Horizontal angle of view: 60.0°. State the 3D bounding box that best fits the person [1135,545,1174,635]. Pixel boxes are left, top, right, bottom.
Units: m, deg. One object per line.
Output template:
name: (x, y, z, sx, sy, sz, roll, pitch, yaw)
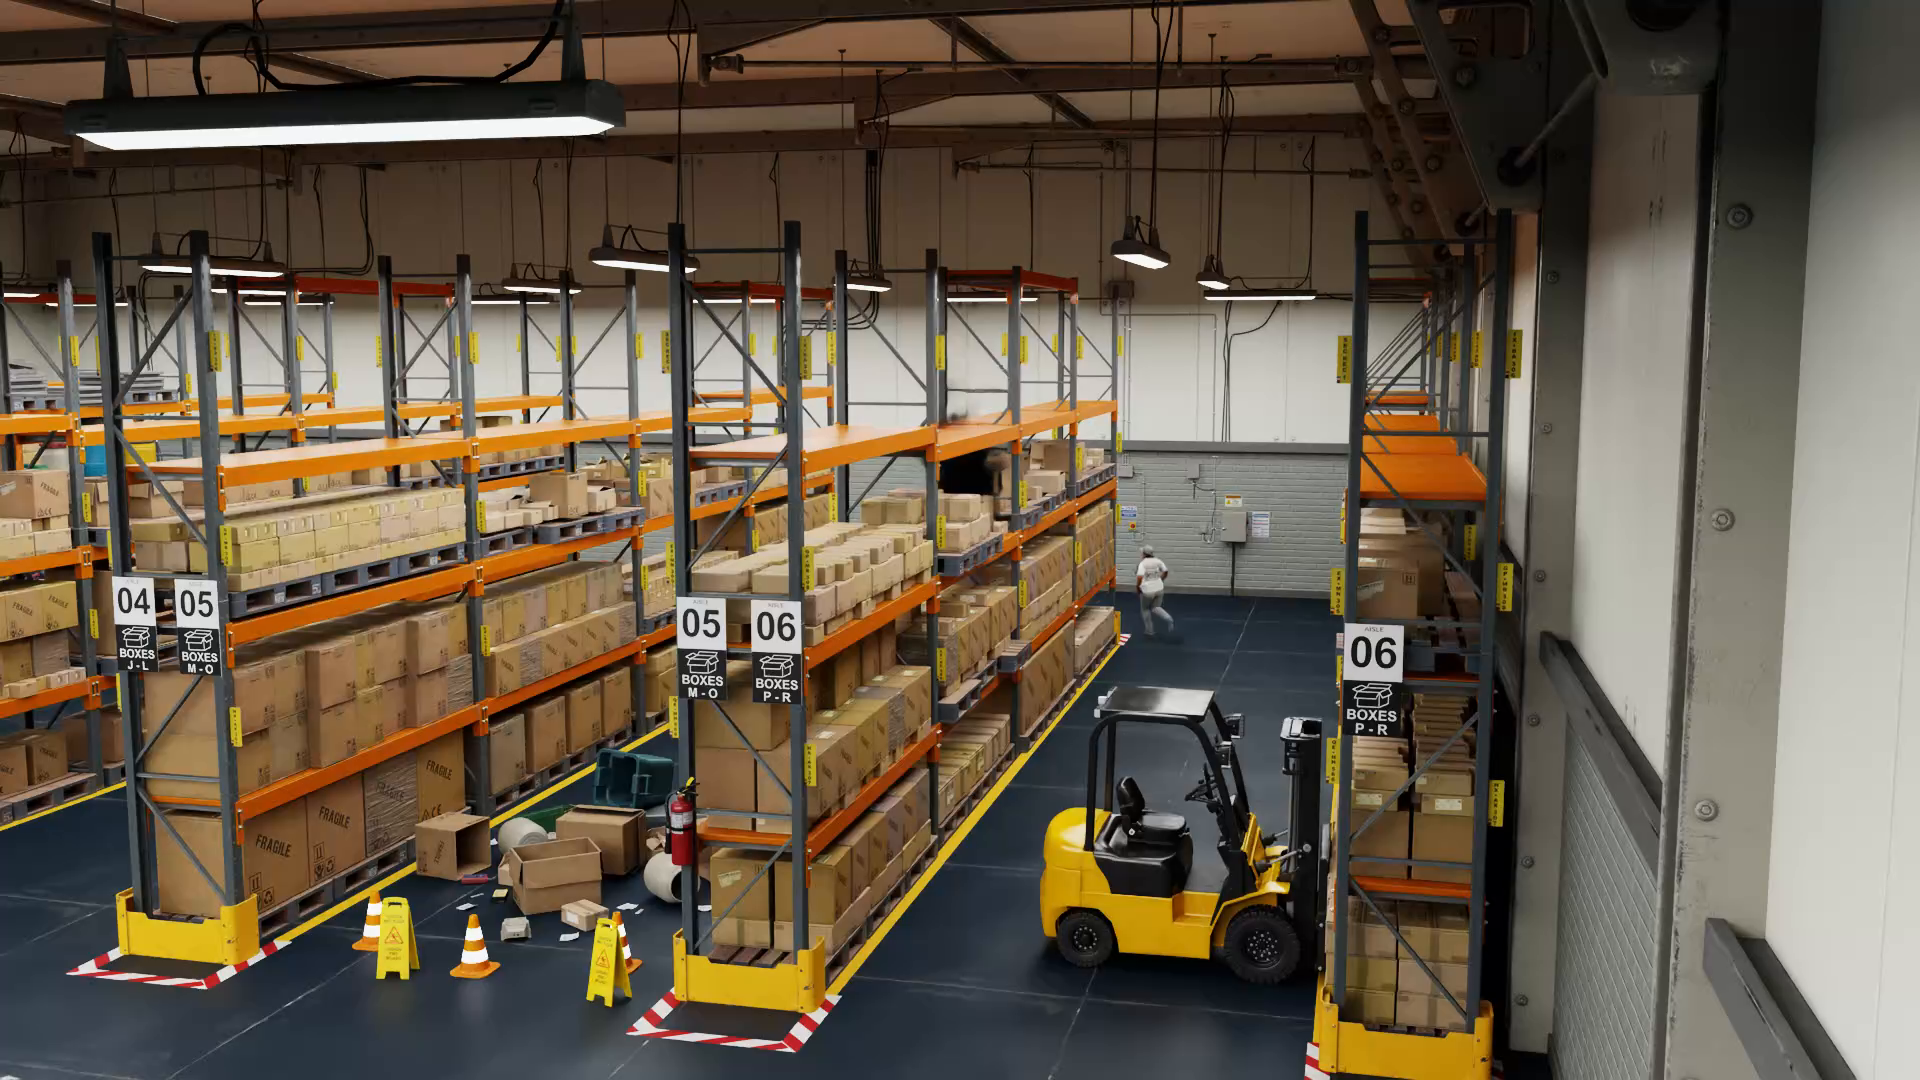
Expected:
person: (3.265, 0.881, 28.658, 0.662, 1.610, 0.751, -4, 8, -29)
